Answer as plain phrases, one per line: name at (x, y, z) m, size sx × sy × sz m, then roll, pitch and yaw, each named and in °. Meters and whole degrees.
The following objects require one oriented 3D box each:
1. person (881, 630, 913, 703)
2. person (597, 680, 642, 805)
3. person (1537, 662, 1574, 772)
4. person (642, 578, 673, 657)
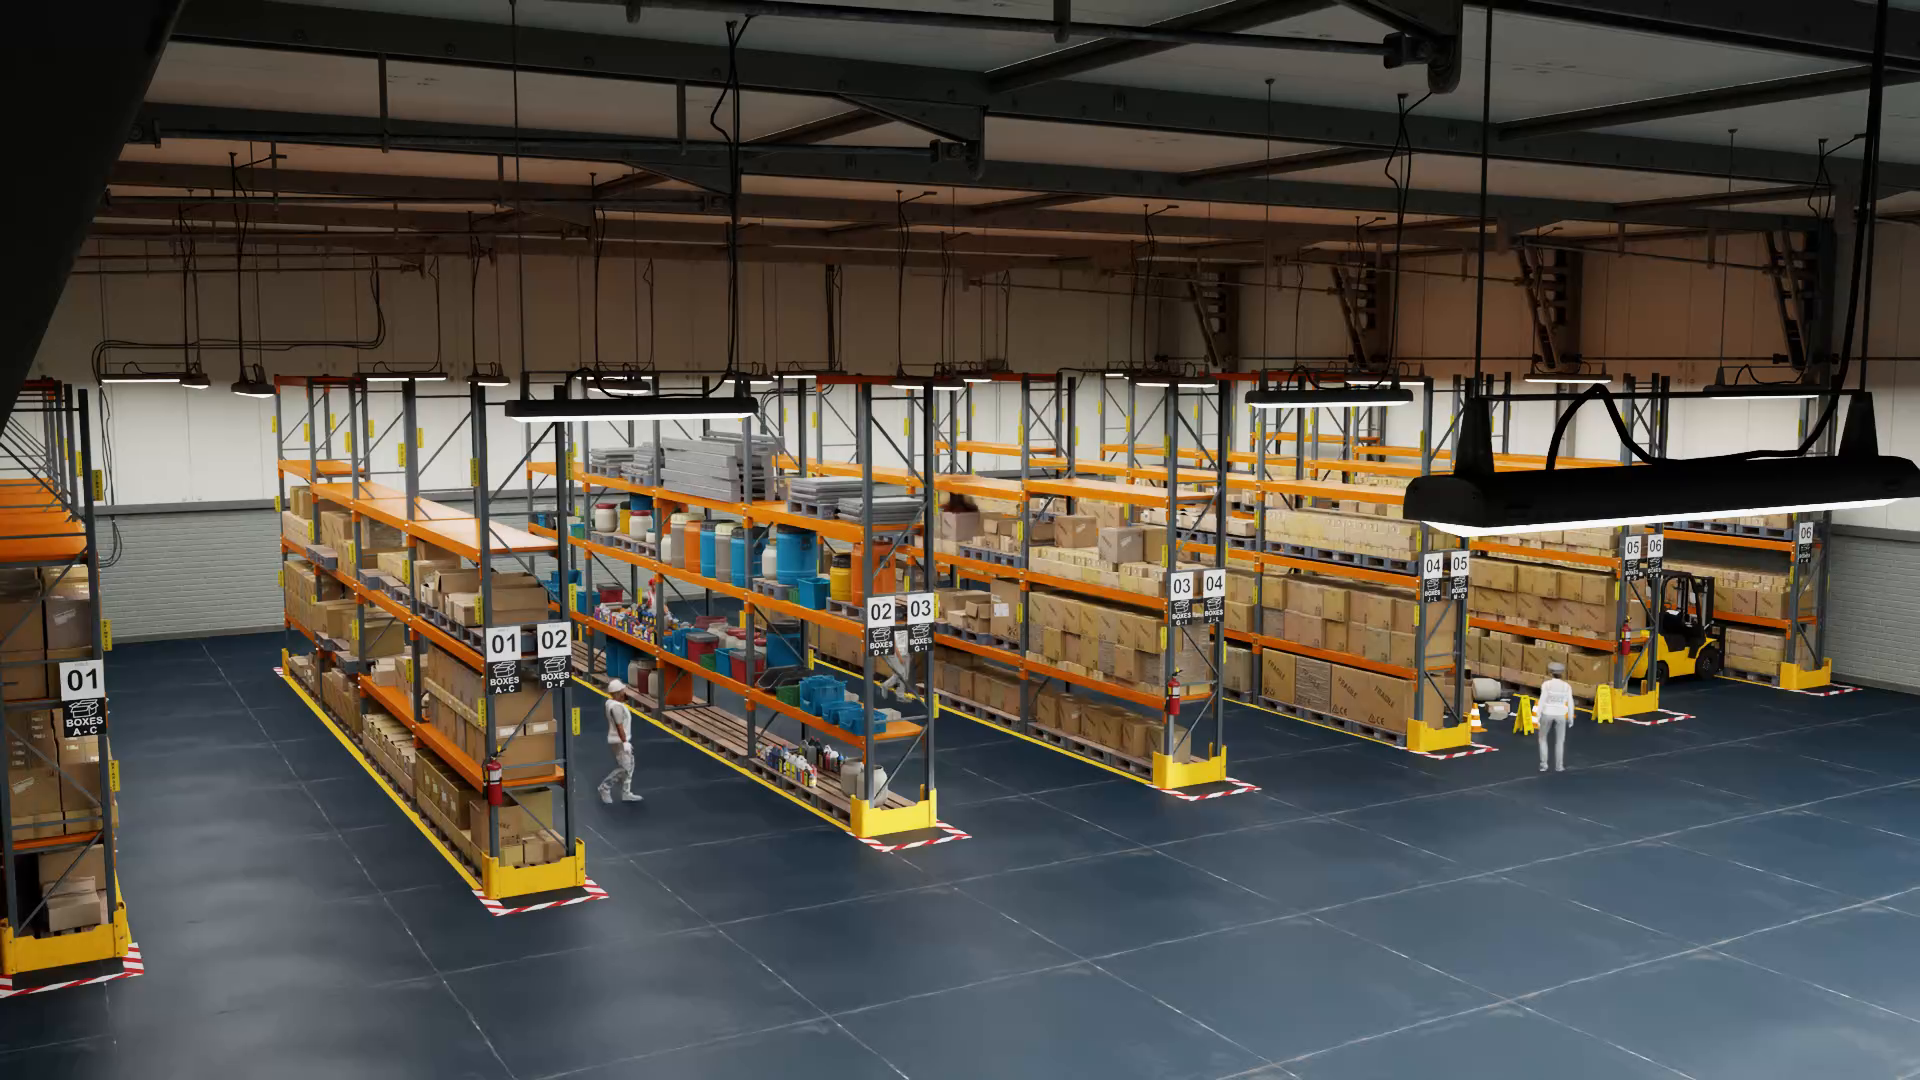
person at (-1.104, 2.079, 29.728) m, size 0.517 × 1.656 × 0.515 m, roll 3°, pitch 7°, yaw 25°
person at (-4.868, 2.866, 23.740) m, size 0.618 × 1.775 × 0.605 m, roll -1°, pitch 6°, yaw -5°
person at (9.121, 2.741, 25.480) m, size 0.546 × 1.748 × 0.370 m, roll 2°, pitch 7°, yaw 18°
person at (-6.428, 1.692, 34.811) m, size 0.677 × 1.813 × 0.877 m, roll -4°, pitch 7°, yaw -30°
